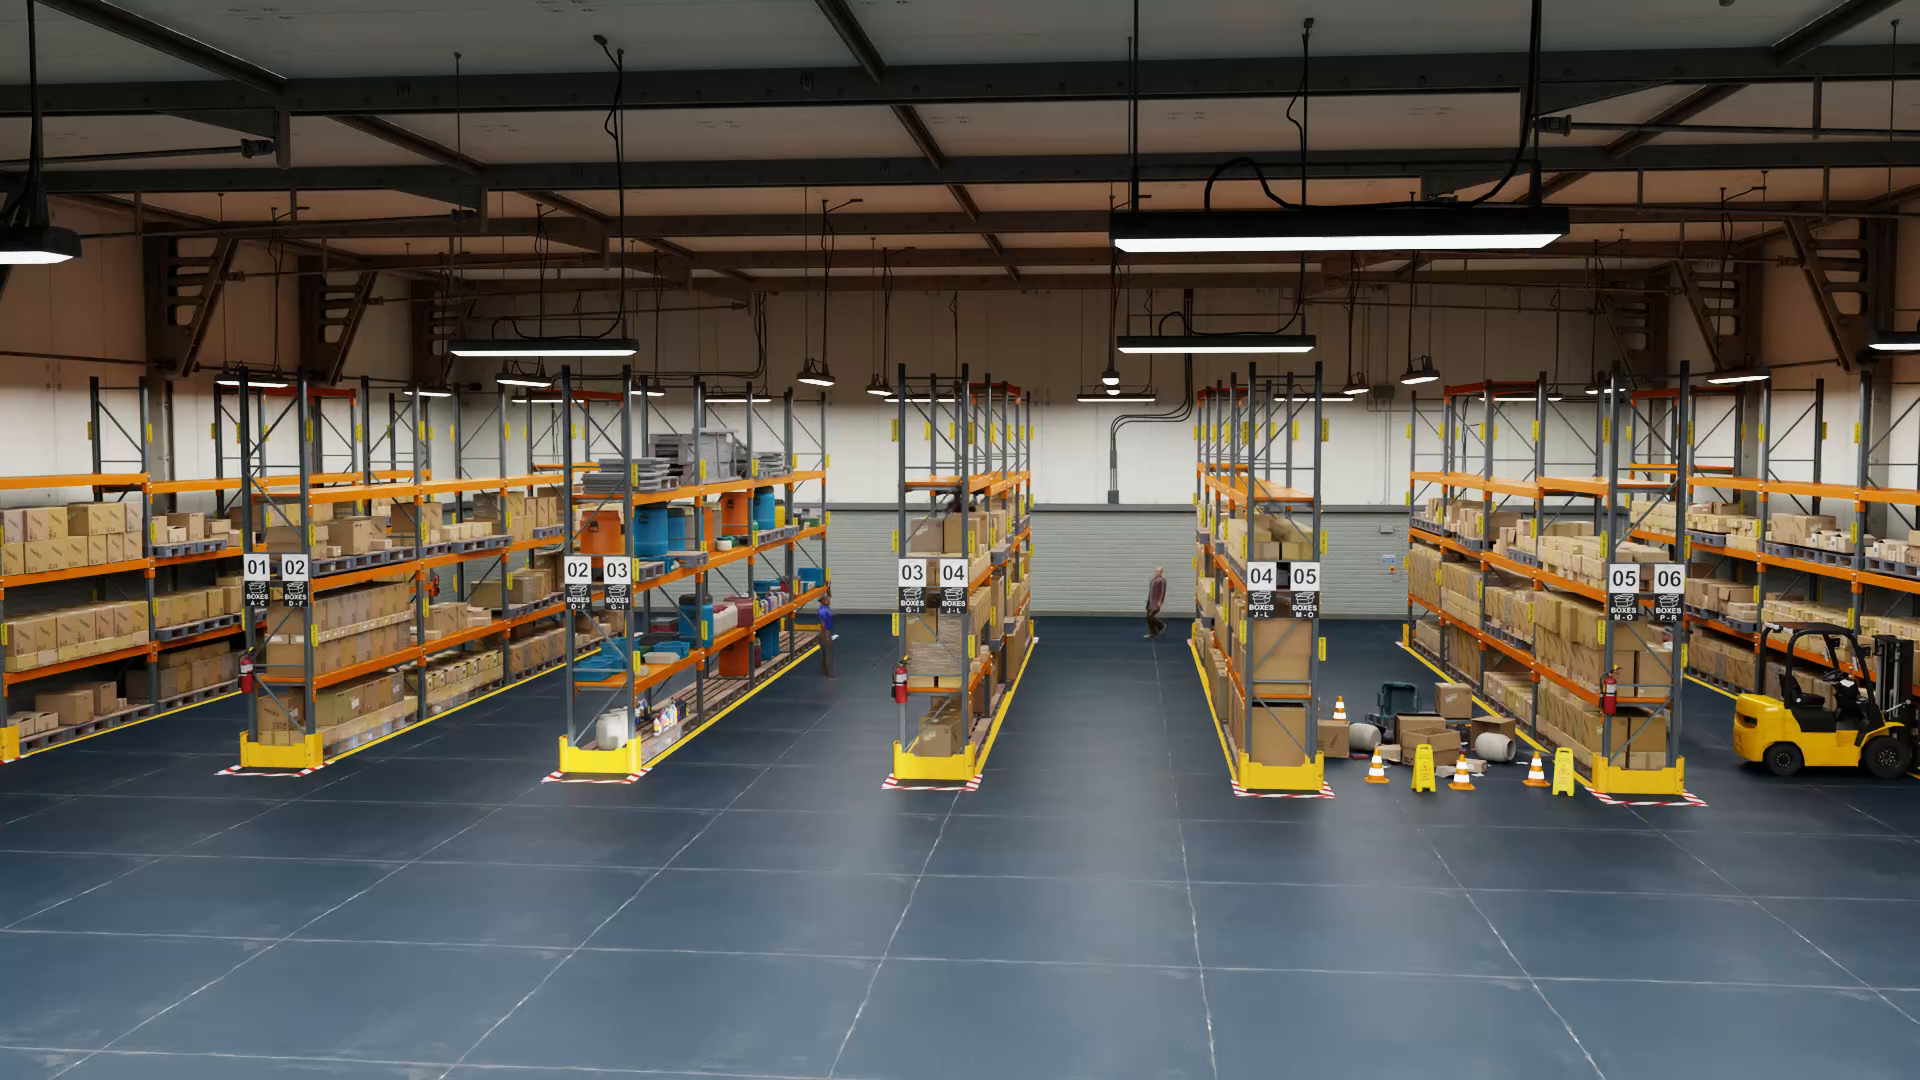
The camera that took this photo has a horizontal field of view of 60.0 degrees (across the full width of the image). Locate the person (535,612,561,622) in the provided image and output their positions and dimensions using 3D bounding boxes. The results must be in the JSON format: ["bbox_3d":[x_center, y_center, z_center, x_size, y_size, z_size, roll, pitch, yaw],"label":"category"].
[{"bbox_3d":[-10.728,1.363,43.373,0.982,1.721,0.641,2,4,30],"label":"person"}]

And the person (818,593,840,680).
[{"bbox_3d":[-2.498,1.849,31.814,0.417,1.655,0.545,0,4,-3],"label":"person"}]

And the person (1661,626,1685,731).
[{"bbox_3d":[11.843,2.333,27.870,0.620,1.812,0.687,0,4,2],"label":"person"}]

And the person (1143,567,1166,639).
[{"bbox_3d":[4.728,1.525,40.277,0.542,1.753,0.666,-1,4,-22],"label":"person"}]
